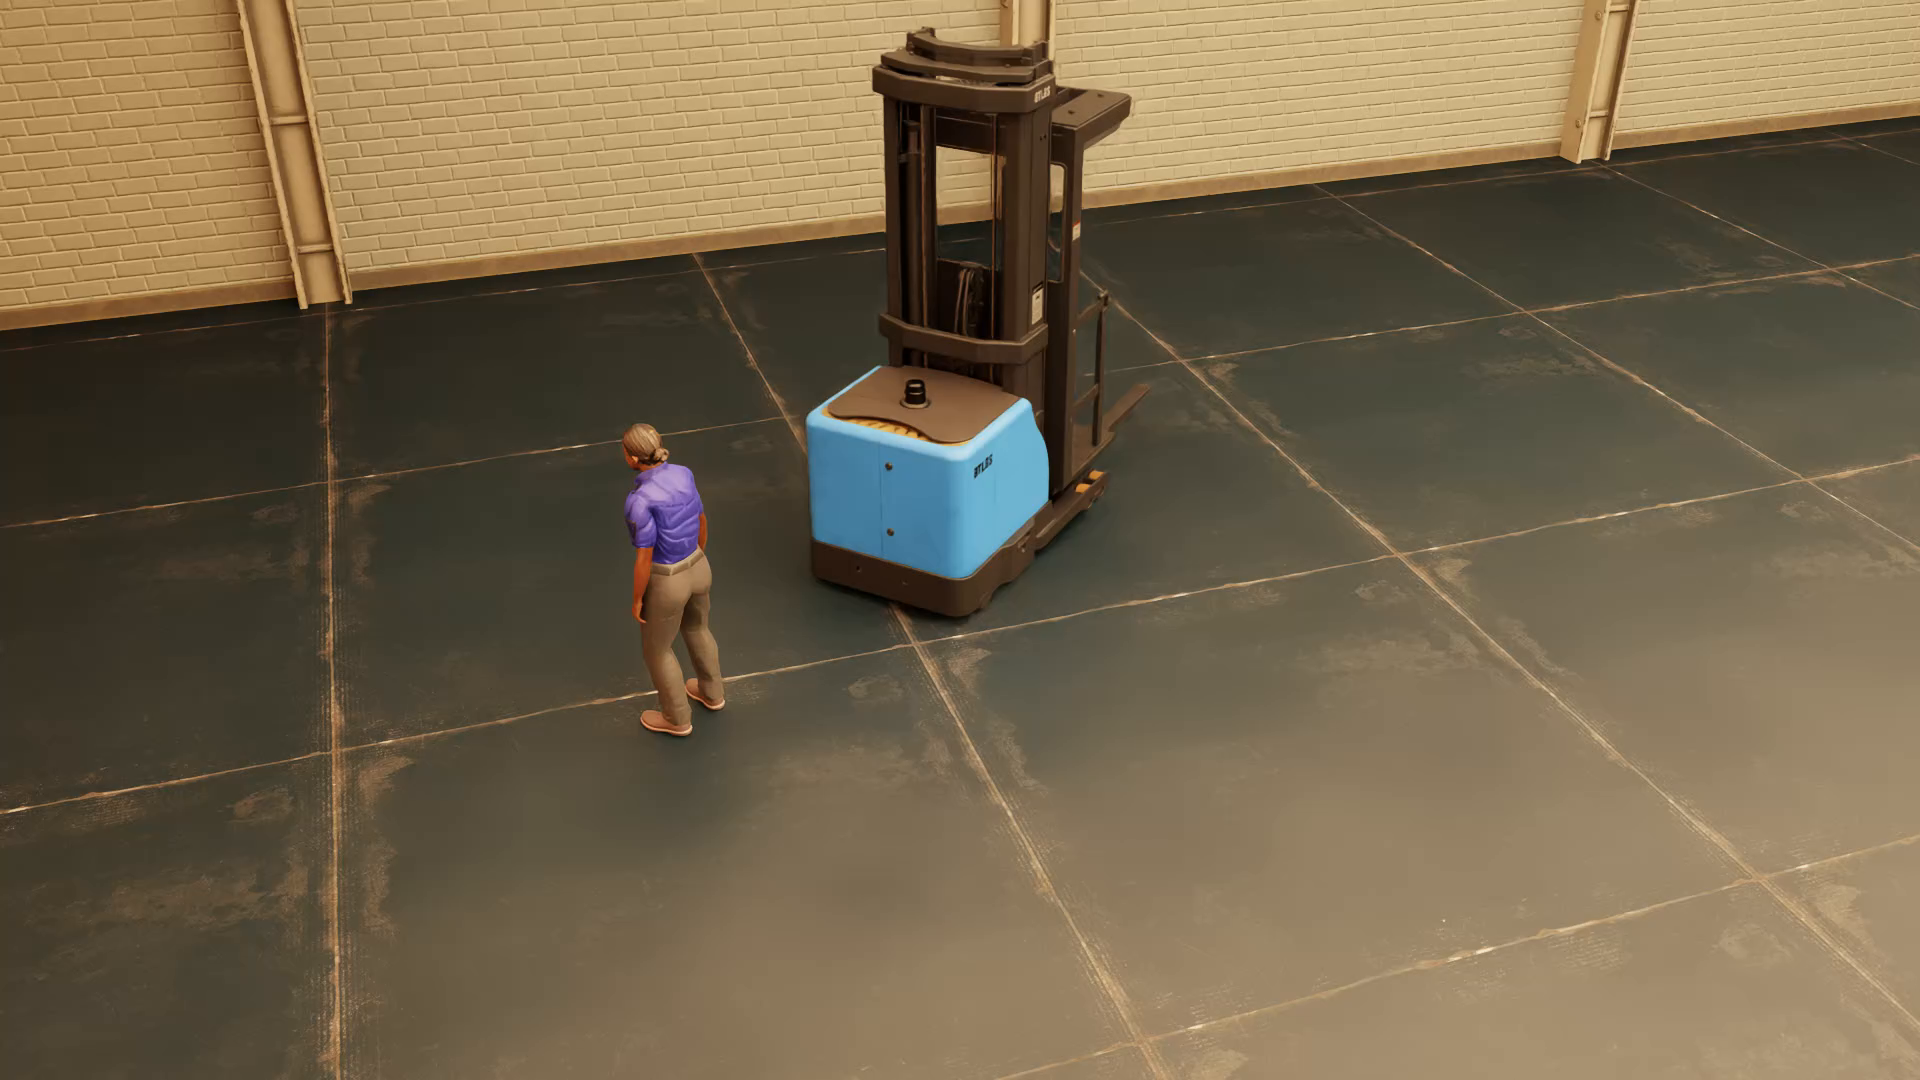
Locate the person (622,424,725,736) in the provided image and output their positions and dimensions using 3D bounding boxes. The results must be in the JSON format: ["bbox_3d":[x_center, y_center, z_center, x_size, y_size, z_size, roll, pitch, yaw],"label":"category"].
[{"bbox_3d":[-1.396,0.186,8.047,0.348,1.653,0.527,18,34,28],"label":"person"}]

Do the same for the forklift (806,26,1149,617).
[{"bbox_3d":[0.286,-1.554,9.787,1.130,2.935,3.031,15,33,24],"label":"forklift"}]
